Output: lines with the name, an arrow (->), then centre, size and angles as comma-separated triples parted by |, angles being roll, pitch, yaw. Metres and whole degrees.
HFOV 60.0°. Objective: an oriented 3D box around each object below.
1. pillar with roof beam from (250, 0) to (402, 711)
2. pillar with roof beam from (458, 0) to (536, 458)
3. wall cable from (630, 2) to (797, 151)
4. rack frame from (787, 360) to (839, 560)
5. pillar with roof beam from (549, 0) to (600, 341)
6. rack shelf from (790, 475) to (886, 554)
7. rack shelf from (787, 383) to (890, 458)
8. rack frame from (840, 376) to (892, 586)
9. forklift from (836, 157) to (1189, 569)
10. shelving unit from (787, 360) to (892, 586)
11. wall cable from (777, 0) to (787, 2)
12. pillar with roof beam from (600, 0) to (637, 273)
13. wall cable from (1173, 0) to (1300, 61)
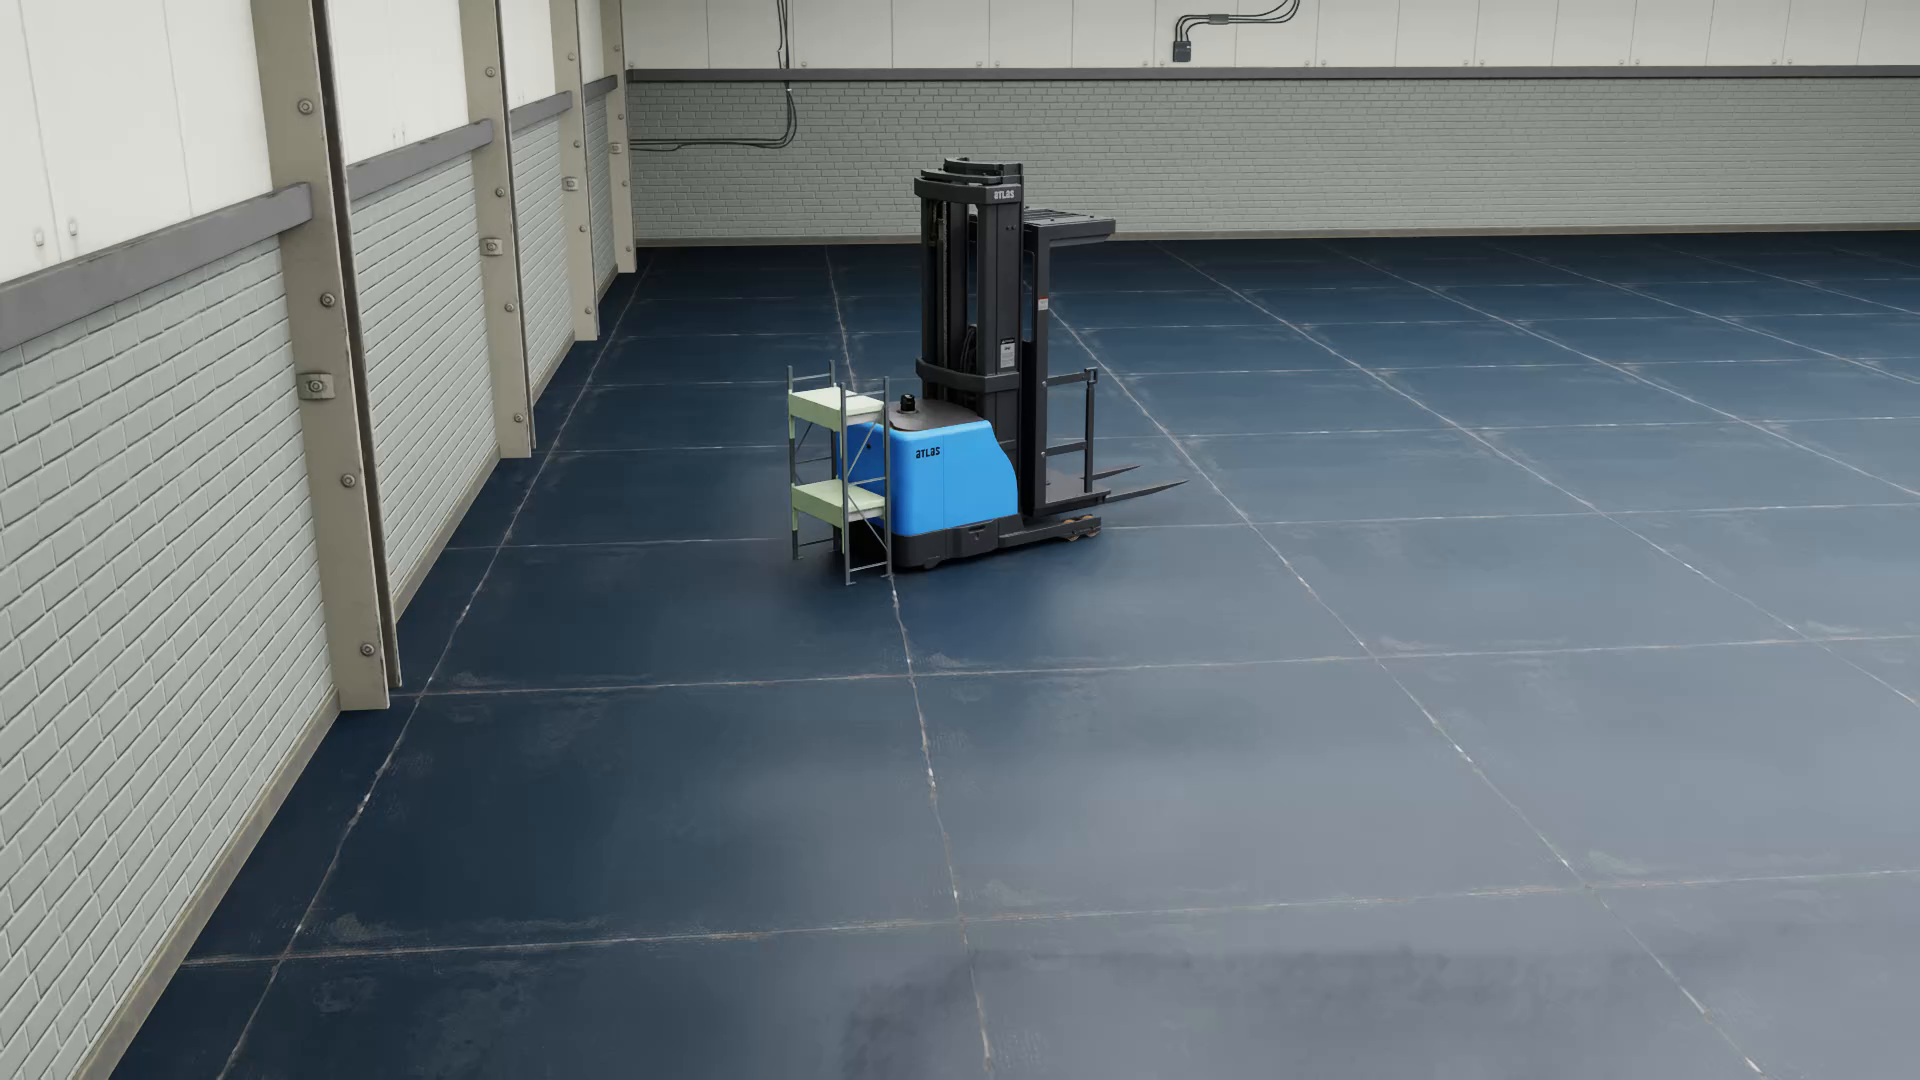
pillar with roof beam -> 0.681, -3.470, 9.208 | 9.100, 9.000, 0.400 | -2, 18, -6
pillar with roof beam -> 0.062, -5.258, 14.902 | 9.100, 9.000, 0.400 | -2, 18, -6
wall cable -> -4.446, -8.137, 29.257 | 3.097, 2.526, 0.112 | -2, 18, -6
rack frame -> -1.109, -0.598, 12.578 | 0.400, 1.500, 0.023 | -12, 21, -34
pillar with roof beam -> -0.557, -7.046, 20.596 | 9.100, 9.000, 0.400 | -2, 18, -6
rack shelf -> -0.892, -0.198, 12.394 | 0.431, 0.370, 0.720 | -12, 21, -34
rack shelf -> -0.892, -0.882, 12.179 | 0.431, 0.370, 0.720 | -12, 21, -34
rack frame -> -0.676, -0.421, 12.014 | 0.400, 1.500, 0.023 | -12, 21, -34
forklift -> 0.512, -1.508, 13.089 | 3.031, 2.935, 1.130 | -12, 21, -34
shelving unit -> -0.892, -0.509, 12.296 | 0.431, 1.500, 0.755 | -12, 21, -34
wall cable -> -1.755, -10.631, 28.767 | 3.097, 2.526, 0.112 | -2, 18, -6
pillar with roof beam -> -1.175, -8.833, 26.290 | 9.100, 9.000, 0.400 | -2, 18, -6
wall cable -> 4.998, -11.530, 29.202 | 2.305, 6.003, 0.169 | -2, 18, -6
